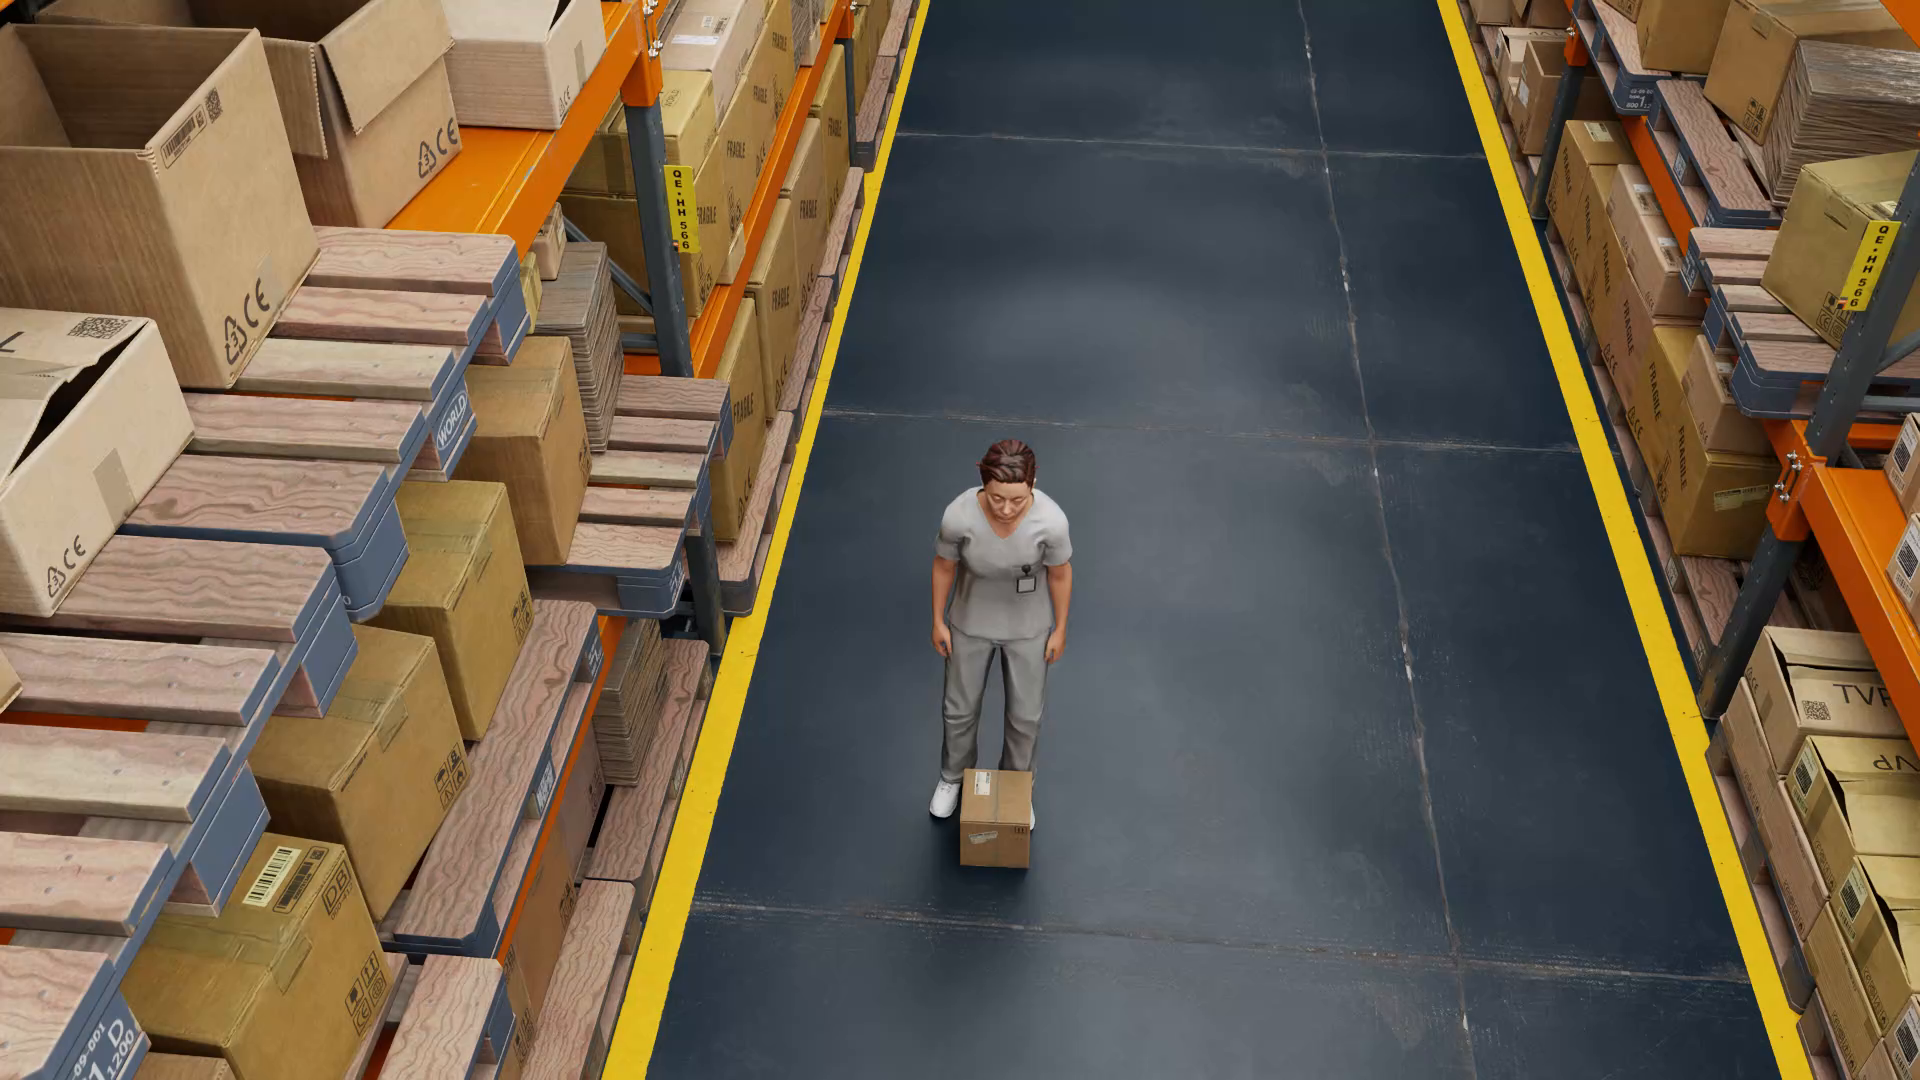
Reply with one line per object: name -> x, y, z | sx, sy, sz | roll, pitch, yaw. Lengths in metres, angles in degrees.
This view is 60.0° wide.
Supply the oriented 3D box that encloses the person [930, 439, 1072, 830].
person -> 0.136, 0.326, 5.772 | 0.485, 1.672, 0.412 | 3, 40, 3
